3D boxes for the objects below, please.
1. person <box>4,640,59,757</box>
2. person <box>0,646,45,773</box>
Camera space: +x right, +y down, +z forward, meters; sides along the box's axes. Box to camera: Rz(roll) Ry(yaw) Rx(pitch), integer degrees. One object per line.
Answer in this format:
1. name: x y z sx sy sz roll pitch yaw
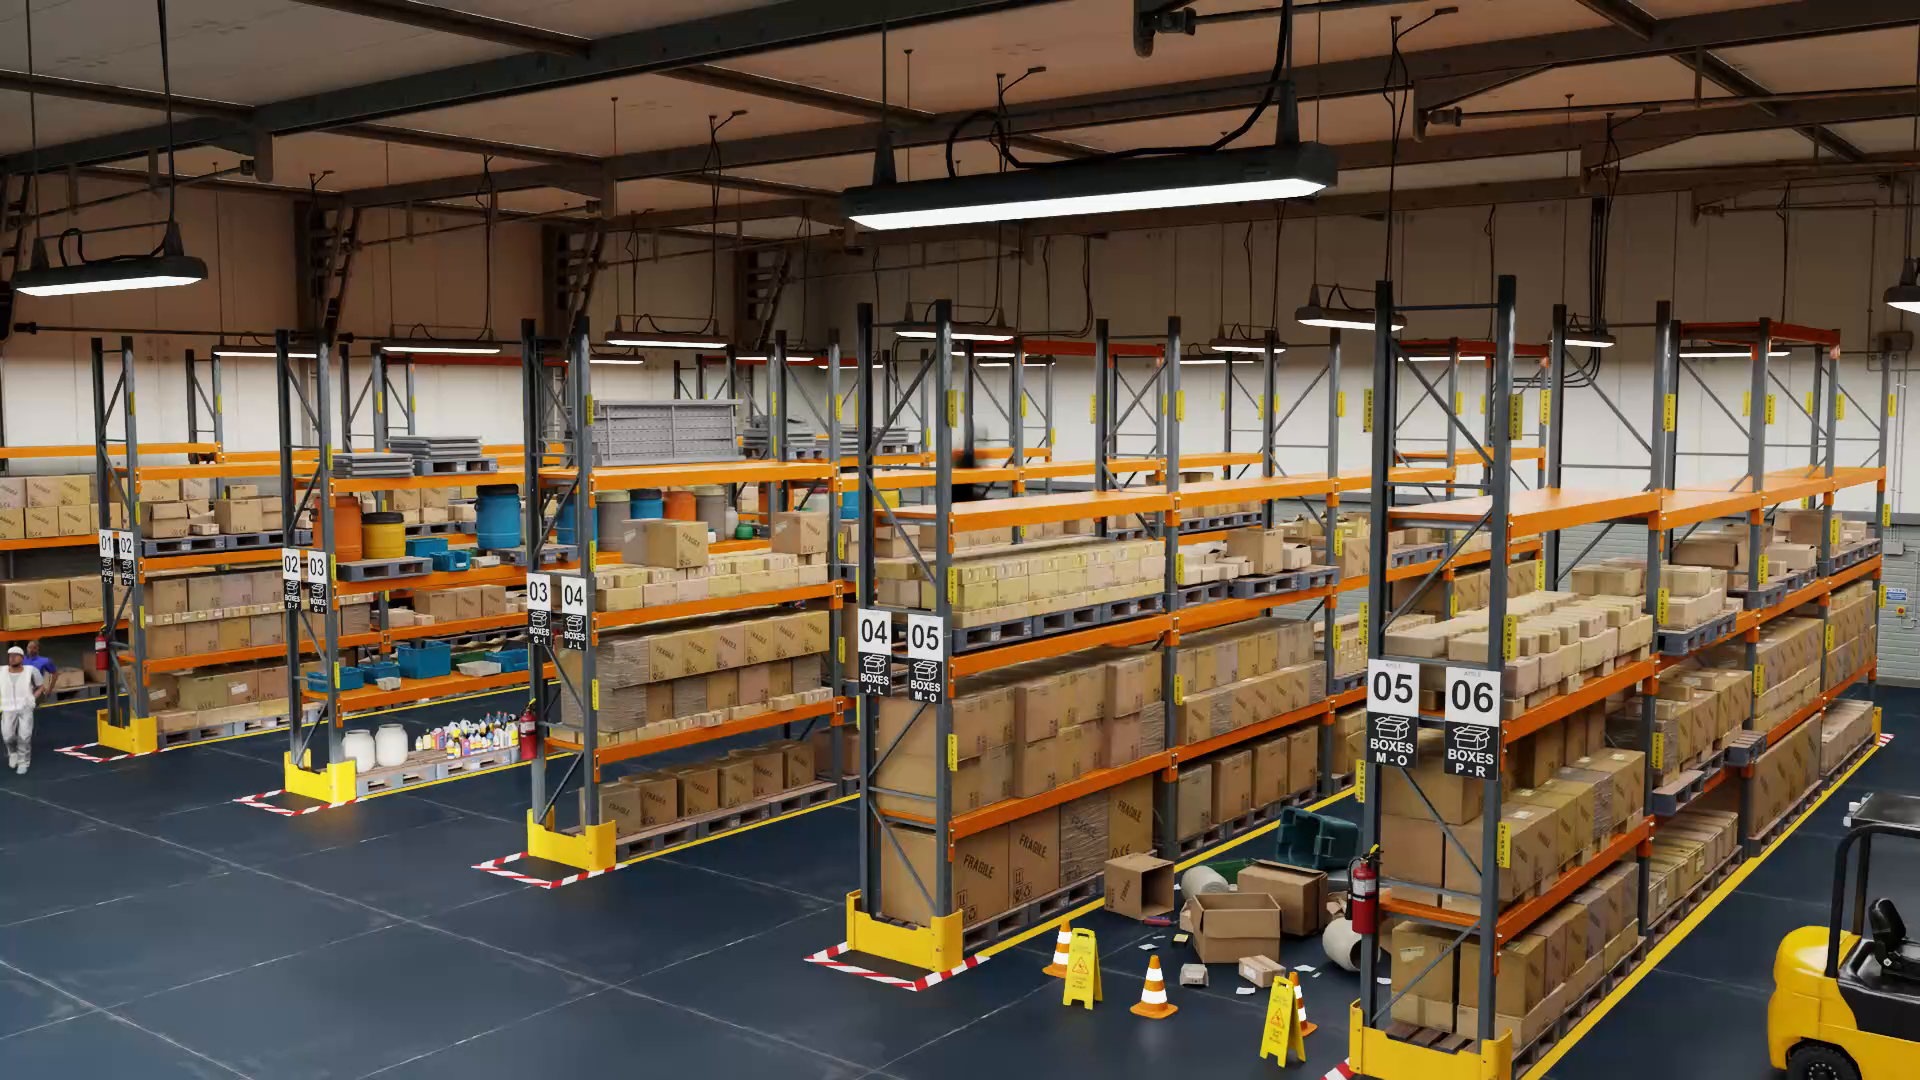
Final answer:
1. person: -13.463 2.284 24.081 0.657 1.557 0.917 0 5 -4
2. person: -12.898 2.327 22.727 0.686 1.743 0.541 -2 5 -21
